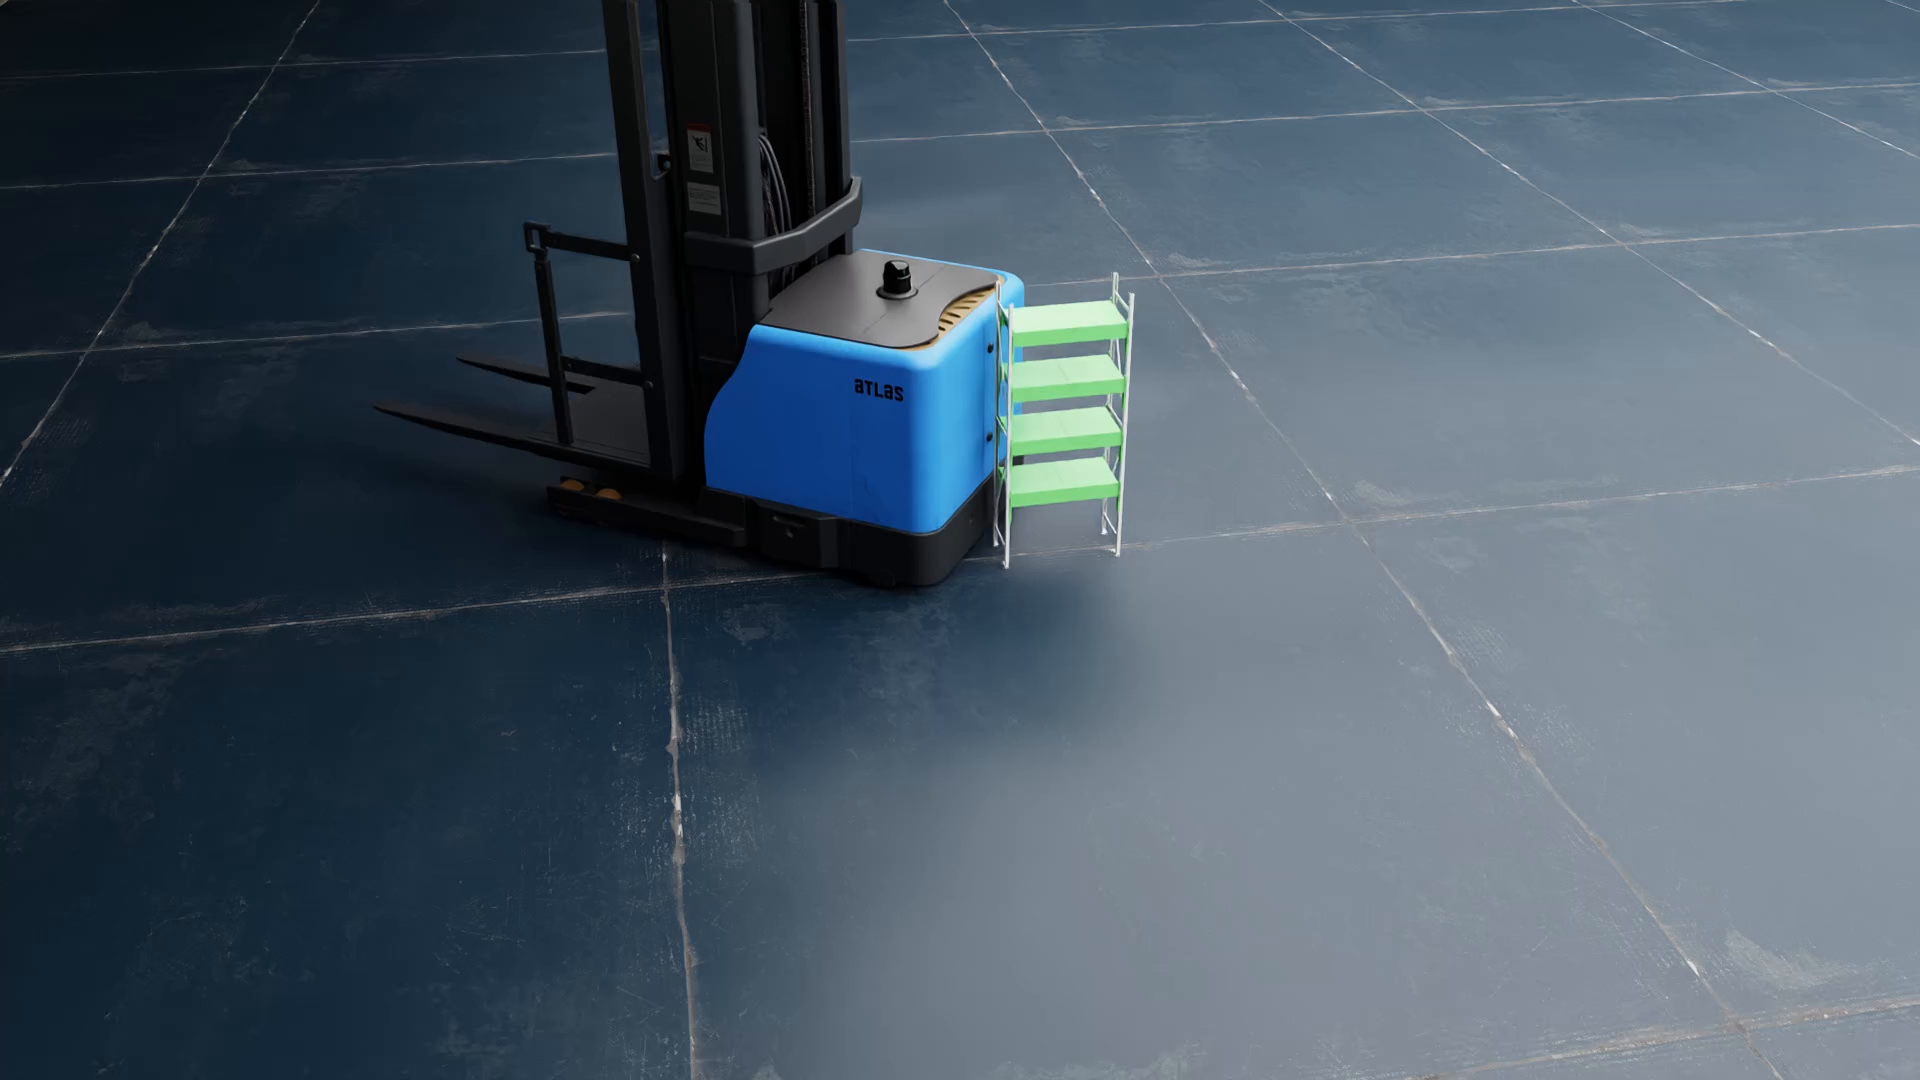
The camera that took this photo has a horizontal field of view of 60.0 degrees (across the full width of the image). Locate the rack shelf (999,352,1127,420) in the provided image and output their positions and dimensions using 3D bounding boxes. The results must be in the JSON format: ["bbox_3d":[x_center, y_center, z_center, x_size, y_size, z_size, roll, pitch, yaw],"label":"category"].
[{"bbox_3d":[0.413,-0.632,6.793,0.480,0.148,0.258,-6,31,-10],"label":"rack shelf"}]

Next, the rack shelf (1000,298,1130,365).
[{"bbox_3d":[0.413,-0.839,6.672,0.480,0.148,0.258,-6,31,-10],"label":"rack shelf"}]

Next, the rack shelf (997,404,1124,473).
[{"bbox_3d":[0.413,-0.425,6.915,0.480,0.148,0.258,-6,31,-10],"label":"rack shelf"}]

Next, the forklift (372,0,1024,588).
[{"bbox_3d":[-1.276,-1.552,6.998,3.031,2.935,1.130,13,33,21],"label":"forklift"}]

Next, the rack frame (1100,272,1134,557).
[{"bbox_3d":[0.652,-0.506,6.926,0.015,1.200,0.240,-6,31,-10],"label":"rack frame"}]

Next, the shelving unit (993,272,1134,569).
[{"bbox_3d":[0.413,-0.480,6.882,0.503,1.200,0.258,-6,31,-10],"label":"shelving unit"}]

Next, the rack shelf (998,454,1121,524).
[{"bbox_3d":[0.413,-0.218,7.037,0.480,0.148,0.258,-6,31,-10],"label":"rack shelf"}]

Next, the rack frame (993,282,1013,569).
[{"bbox_3d":[0.174,-0.454,6.839,0.015,1.200,0.240,-6,31,-10],"label":"rack frame"}]
